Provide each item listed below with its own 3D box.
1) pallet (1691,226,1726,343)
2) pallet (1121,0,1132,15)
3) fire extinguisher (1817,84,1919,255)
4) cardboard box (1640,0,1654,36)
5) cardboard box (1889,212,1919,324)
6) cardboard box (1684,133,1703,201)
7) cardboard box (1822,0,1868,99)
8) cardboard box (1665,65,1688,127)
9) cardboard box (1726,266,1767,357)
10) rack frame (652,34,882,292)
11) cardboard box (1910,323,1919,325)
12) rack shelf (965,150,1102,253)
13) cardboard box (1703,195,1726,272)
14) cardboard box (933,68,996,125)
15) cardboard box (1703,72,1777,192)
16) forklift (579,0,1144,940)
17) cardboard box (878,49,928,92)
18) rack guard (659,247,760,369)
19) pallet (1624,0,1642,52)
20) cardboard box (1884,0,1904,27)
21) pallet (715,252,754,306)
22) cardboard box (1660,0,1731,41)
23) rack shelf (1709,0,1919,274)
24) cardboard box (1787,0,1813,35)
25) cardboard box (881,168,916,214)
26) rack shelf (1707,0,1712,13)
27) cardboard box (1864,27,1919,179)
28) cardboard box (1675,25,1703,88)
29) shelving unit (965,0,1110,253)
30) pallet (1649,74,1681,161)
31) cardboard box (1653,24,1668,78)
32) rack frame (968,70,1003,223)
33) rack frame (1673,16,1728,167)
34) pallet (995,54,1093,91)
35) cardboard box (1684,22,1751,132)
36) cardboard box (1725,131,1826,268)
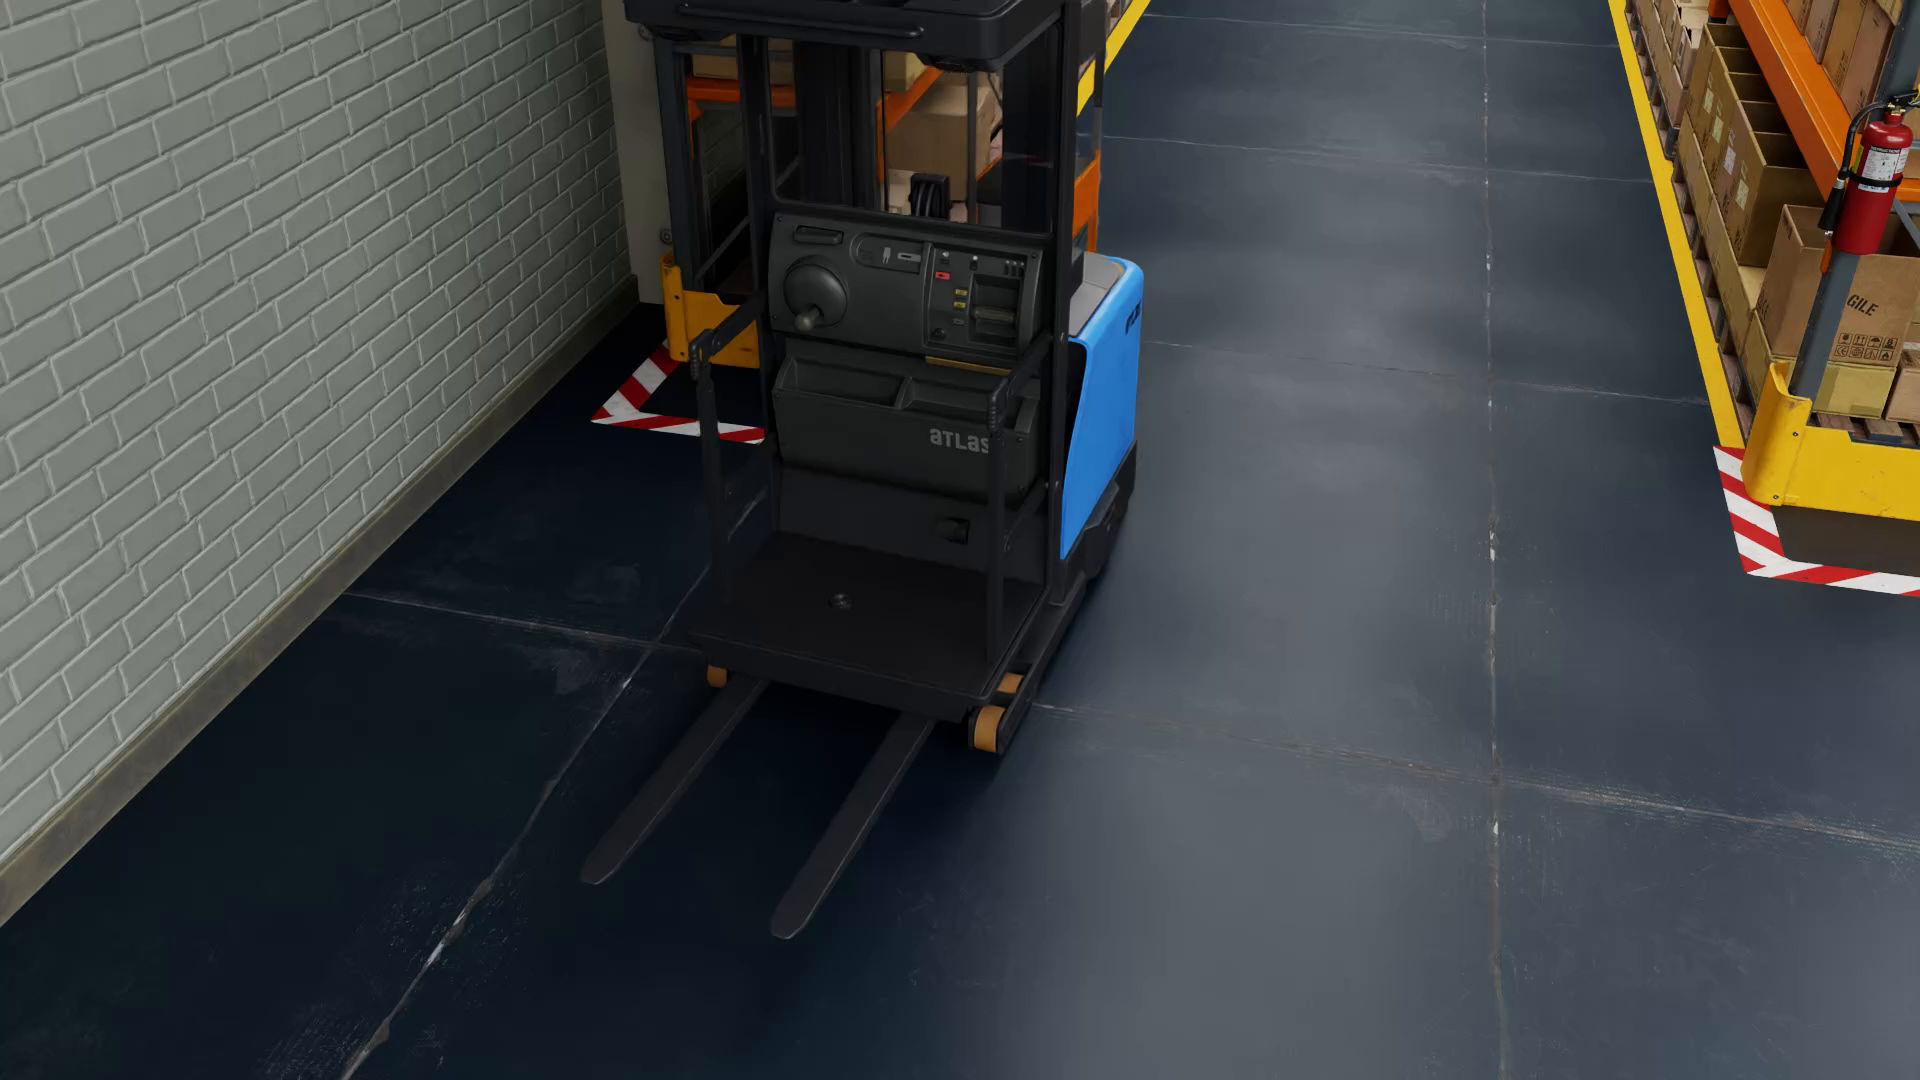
[{"bbox_3d":[4.403,-1.305,8.607,1.003,0.211,1.213,8,33,12],"label":"pallet"},{"bbox_3d":[0.976,-4.690,13.931,1.003,0.211,1.213,8,33,12],"label":"pallet"},{"bbox_3d":[3.458,-1.418,6.256,0.296,0.674,0.183,8,33,12],"label":"fire extinguisher"},{"bbox_3d":[5.298,-3.853,12.187,0.500,0.250,0.500,7,33,11],"label":"cardboard box"},{"bbox_3d":[4.414,-1.290,7.455,0.500,0.500,0.500,8,33,12],"label":"cardboard box"},{"bbox_3d":[4.410,-2.083,9.402,0.500,0.250,0.500,8,33,12],"label":"cardboard box"},{"bbox_3d":[4.329,-2.261,7.418,0.700,0.500,0.500,8,33,13],"label":"cardboard box"},{"bbox_3d":[4.778,-2.796,10.523,0.500,0.250,0.500,8,33,12],"label":"cardboard box"},{"bbox_3d":[3.903,-1.045,7.769,0.500,0.250,0.500,8,33,12],"label":"cardboard box"},{"bbox_3d":[-0.855,-2.121,7.290,1.000,3.000,0.127,8,33,12],"label":"rack frame"},{"bbox_3d":[4.412,-0.973,7.657,0.500,0.250,0.500,8,33,12],"label":"cardboard box"},{"bbox_3d":[0.306,-1.308,6.877,0.431,0.518,0.480,11,34,17],"label":"rack shelf"},{"bbox_3d":[4.157,-1.564,8.586,0.500,0.250,0.500,8,33,12],"label":"cardboard box"},{"bbox_3d":[-0.064,-2.783,10.252,0.500,0.500,0.500,6,33,9],"label":"cardboard box"},{"bbox_3d":[4.279,-2.141,8.794,0.500,0.500,0.500,8,33,12],"label":"cardboard box"},{"bbox_3d":[-0.260,-0.768,5.227,1.130,2.935,3.031,11,34,17],"label":"forklift"},{"bbox_3d":[-0.424,-2.276,7.656,0.500,0.250,0.500,7,33,11],"label":"cardboard box"},{"bbox_3d":[-0.836,-1.106,8.023,1.175,0.500,0.348,8,33,12],"label":"rack guard"},{"bbox_3d":[5.721,-4.001,12.847,1.003,0.211,1.213,8,33,12],"label":"pallet"},{"bbox_3d":[3.915,-2.125,6.598,0.380,0.149,0.250,9,34,14],"label":"cardboard box"},{"bbox_3d":[-0.595,-1.400,8.756,1.003,0.211,1.213,8,33,12],"label":"pallet"},{"bbox_3d":[5.033,-3.556,11.197,0.500,0.311,0.500,8,33,12],"label":"cardboard box"},{"bbox_3d":[4.445,-2.183,8.058,1.077,0.370,4.000,8,33,12],"label":"rack shelf"},{"bbox_3d":[4.588,-2.801,8.267,0.700,0.500,0.500,9,33,13],"label":"cardboard box"},{"bbox_3d":[-0.448,-1.815,8.905,0.500,0.311,0.500,11,34,16],"label":"cardboard box"},{"bbox_3d":[5.460,-4.259,11.323,1.077,0.370,4.000,8,33,12],"label":"rack shelf"},{"bbox_3d":[4.068,-1.731,6.584,0.700,0.500,0.500,8,33,12],"label":"cardboard box"},{"bbox_3d":[4.778,-3.027,10.364,0.500,0.311,0.500,8,33,12],"label":"cardboard box"},{"bbox_3d":[0.306,-1.320,6.869,0.431,2.100,0.503,11,34,17],"label":"shelving unit"},{"bbox_3d":[5.102,-2.735,10.856,1.003,0.211,1.213,8,33,12],"label":"pallet"},{"bbox_3d":[5.037,-3.324,11.354,0.500,0.250,0.500,9,33,13],"label":"cardboard box"},{"bbox_3d":[0.221,-1.197,6.676,0.400,2.100,0.015,11,34,17],"label":"rack frame"},{"bbox_3d":[4.953,-3.524,9.498,1.000,3.000,0.127,8,33,12],"label":"rack frame"},{"bbox_3d":[0.356,-3.424,11.940,1.003,0.211,1.213,8,33,12],"label":"pallet"},{"bbox_3d":[4.532,-2.660,9.610,0.500,0.500,0.500,8,33,12],"label":"cardboard box"},{"bbox_3d":[4.025,-1.622,7.977,0.500,0.500,0.500,8,33,12],"label":"cardboard box"}]
